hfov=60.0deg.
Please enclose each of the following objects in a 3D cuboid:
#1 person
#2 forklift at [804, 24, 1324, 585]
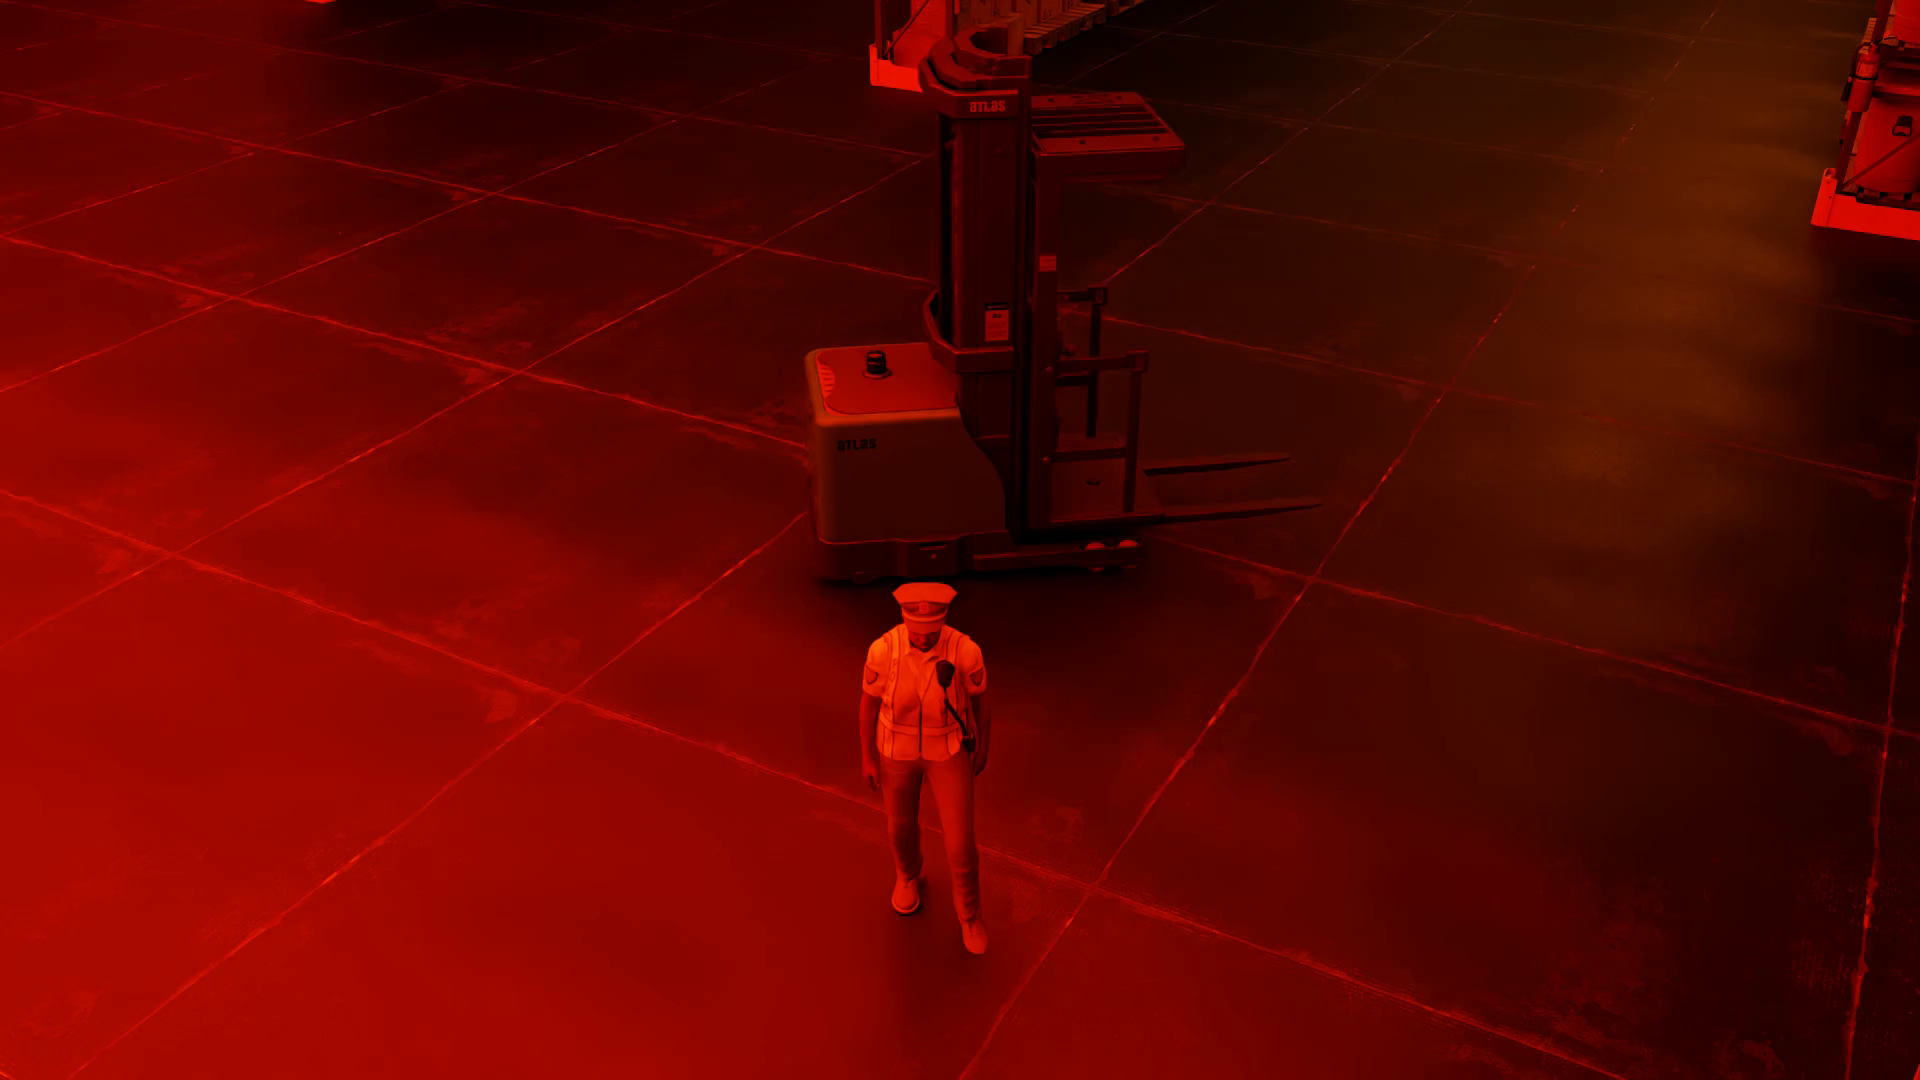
[{"bbox_3d":[-0.133,0.914,6.810,0.557,1.701,0.510,2,30,4],"label":"person"},{"bbox_3d":[0.629,-1.344,9.399,3.031,2.935,1.130,-4,30,-8],"label":"forklift"}]
